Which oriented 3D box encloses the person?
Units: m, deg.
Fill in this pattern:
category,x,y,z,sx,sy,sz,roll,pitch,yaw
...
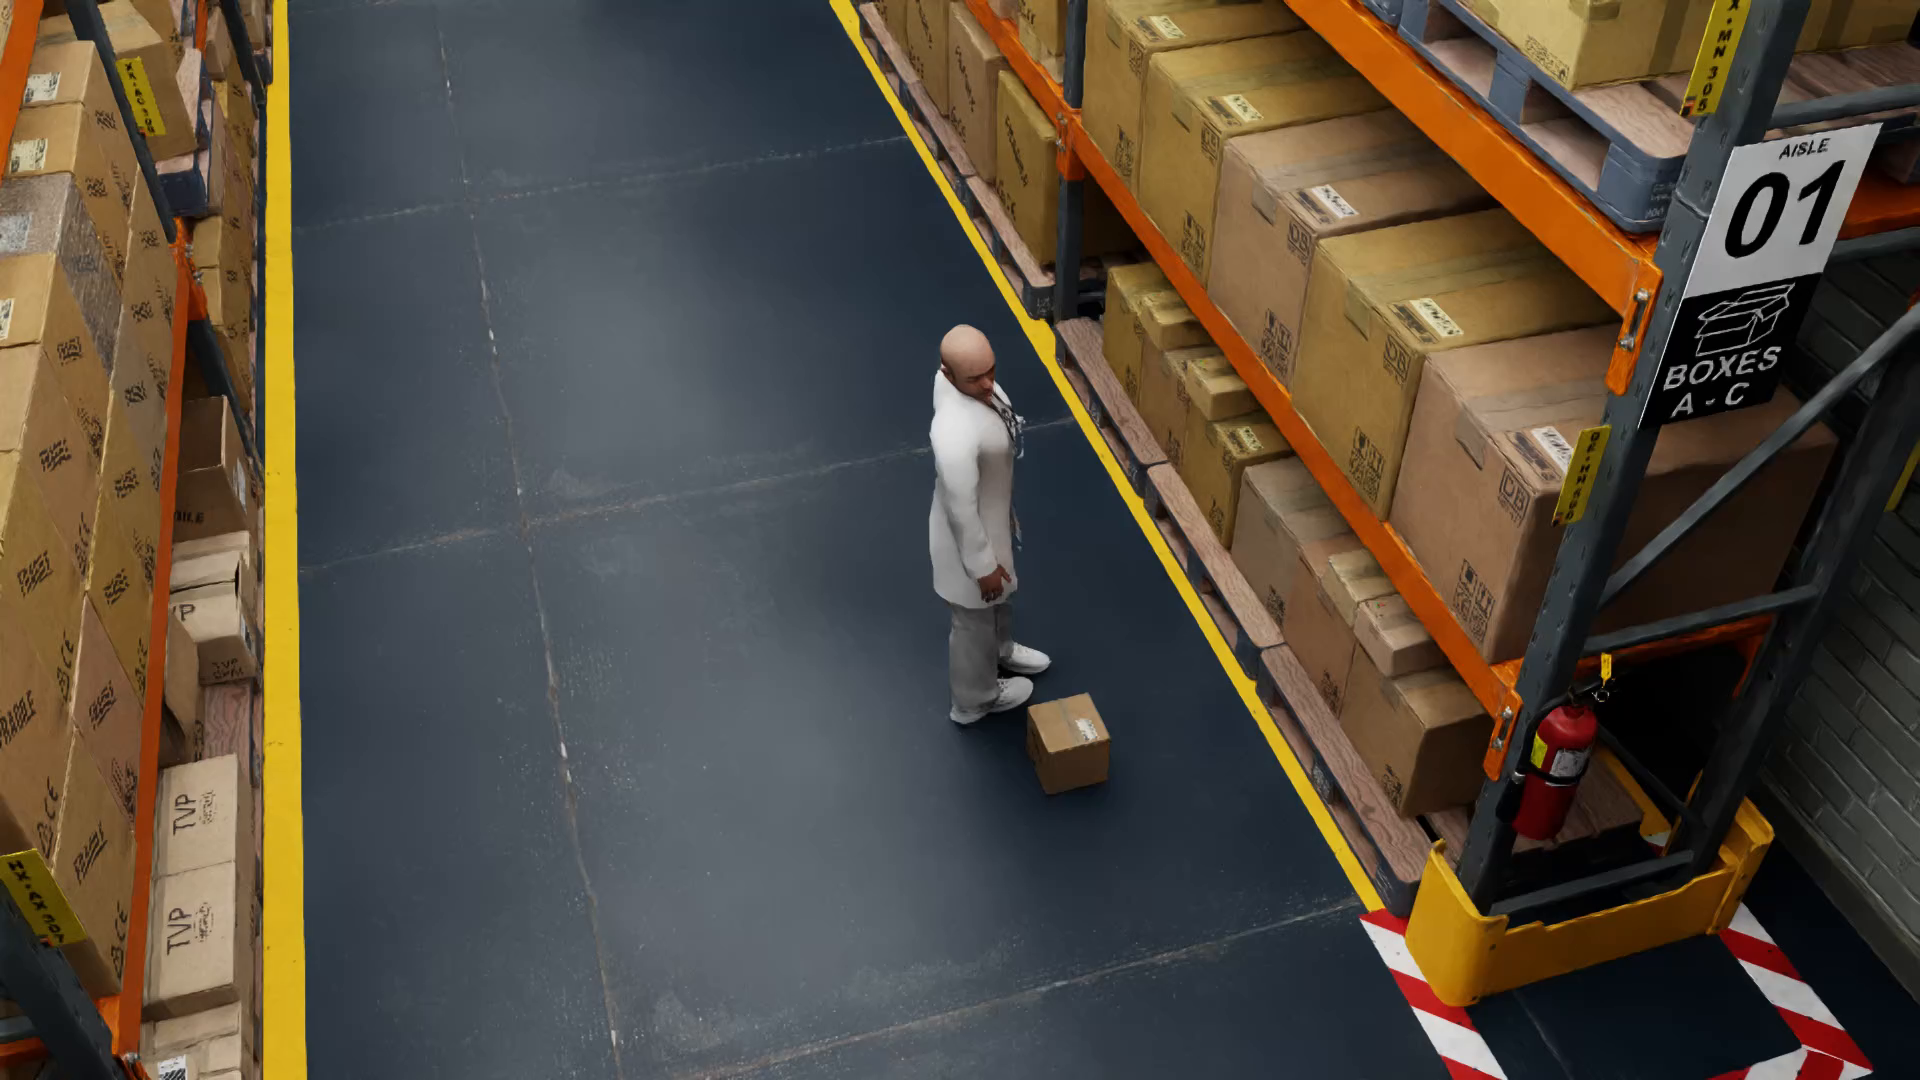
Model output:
category,x,y,z,sx,sy,sz,roll,pitch,yaw
person,0.127,-0.053,6.211,0.467,1.788,0.635,4,42,4
